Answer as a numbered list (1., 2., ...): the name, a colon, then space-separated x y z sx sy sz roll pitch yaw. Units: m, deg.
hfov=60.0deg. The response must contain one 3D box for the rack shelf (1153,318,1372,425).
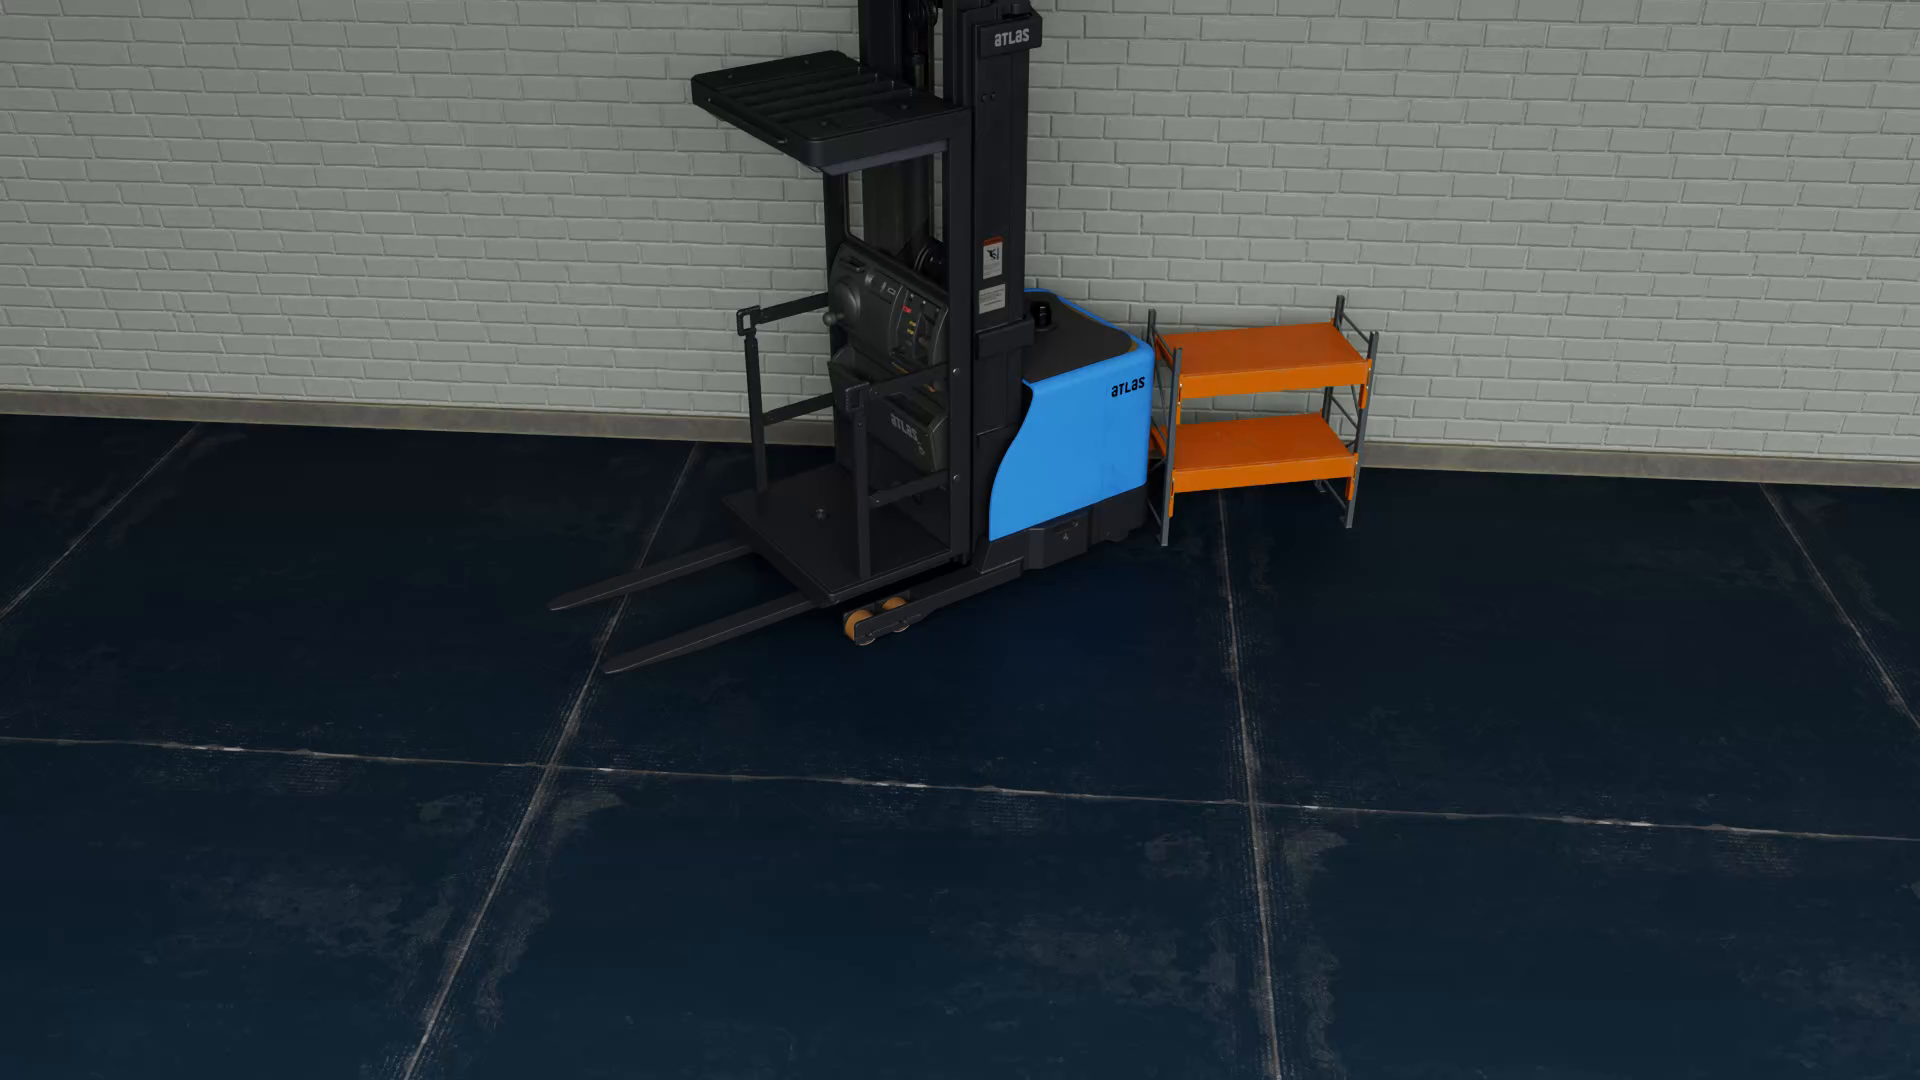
1. rack shelf: 1.526 -0.873 8.537 1.000 0.278 0.538 -5 32 -9

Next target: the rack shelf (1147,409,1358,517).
1. rack shelf: 1.526 -0.416 8.818 1.000 0.278 0.538 -5 32 -9

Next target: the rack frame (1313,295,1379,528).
1. rack frame: 2.026 -0.671 8.767 0.032 1.125 0.500 -5 32 -9

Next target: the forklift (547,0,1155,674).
1. forklift: -0.514 -1.062 7.679 3.031 2.935 1.130 -20 37 -29

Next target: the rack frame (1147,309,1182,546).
1. rack frame: 1.026 -0.576 8.613 0.032 1.125 0.500 -5 32 -9

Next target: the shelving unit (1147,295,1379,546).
1. shelving unit: 1.526 -0.624 8.690 1.048 1.125 0.538 -5 32 -9
